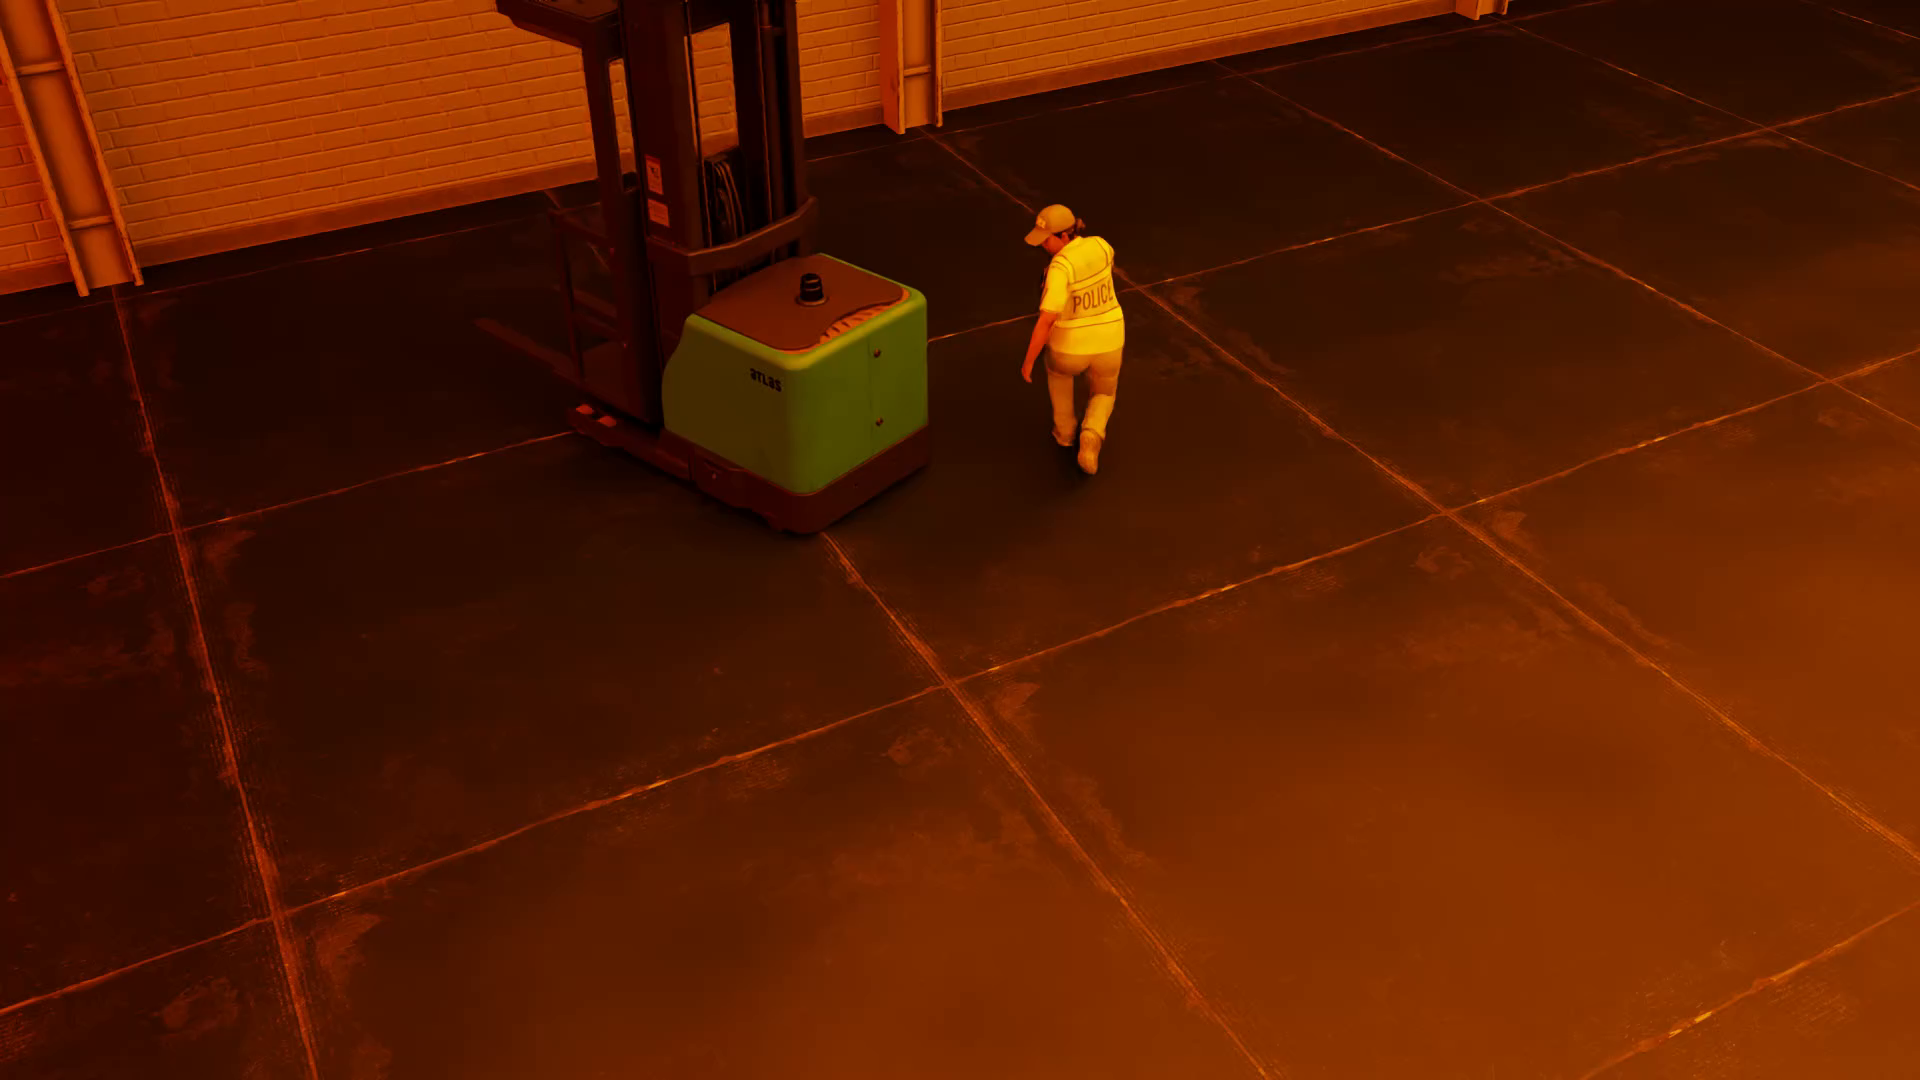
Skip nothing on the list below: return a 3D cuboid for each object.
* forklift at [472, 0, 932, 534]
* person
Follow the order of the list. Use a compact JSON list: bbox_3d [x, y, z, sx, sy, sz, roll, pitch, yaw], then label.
[{"bbox_3d":[-1.610,-1.937,8.864,3.031,2.935,1.130,26,43,32],"label":"forklift"},{"bbox_3d":[0.593,-1.086,8.992,0.598,1.445,0.778,-8,36,-11],"label":"person"}]
